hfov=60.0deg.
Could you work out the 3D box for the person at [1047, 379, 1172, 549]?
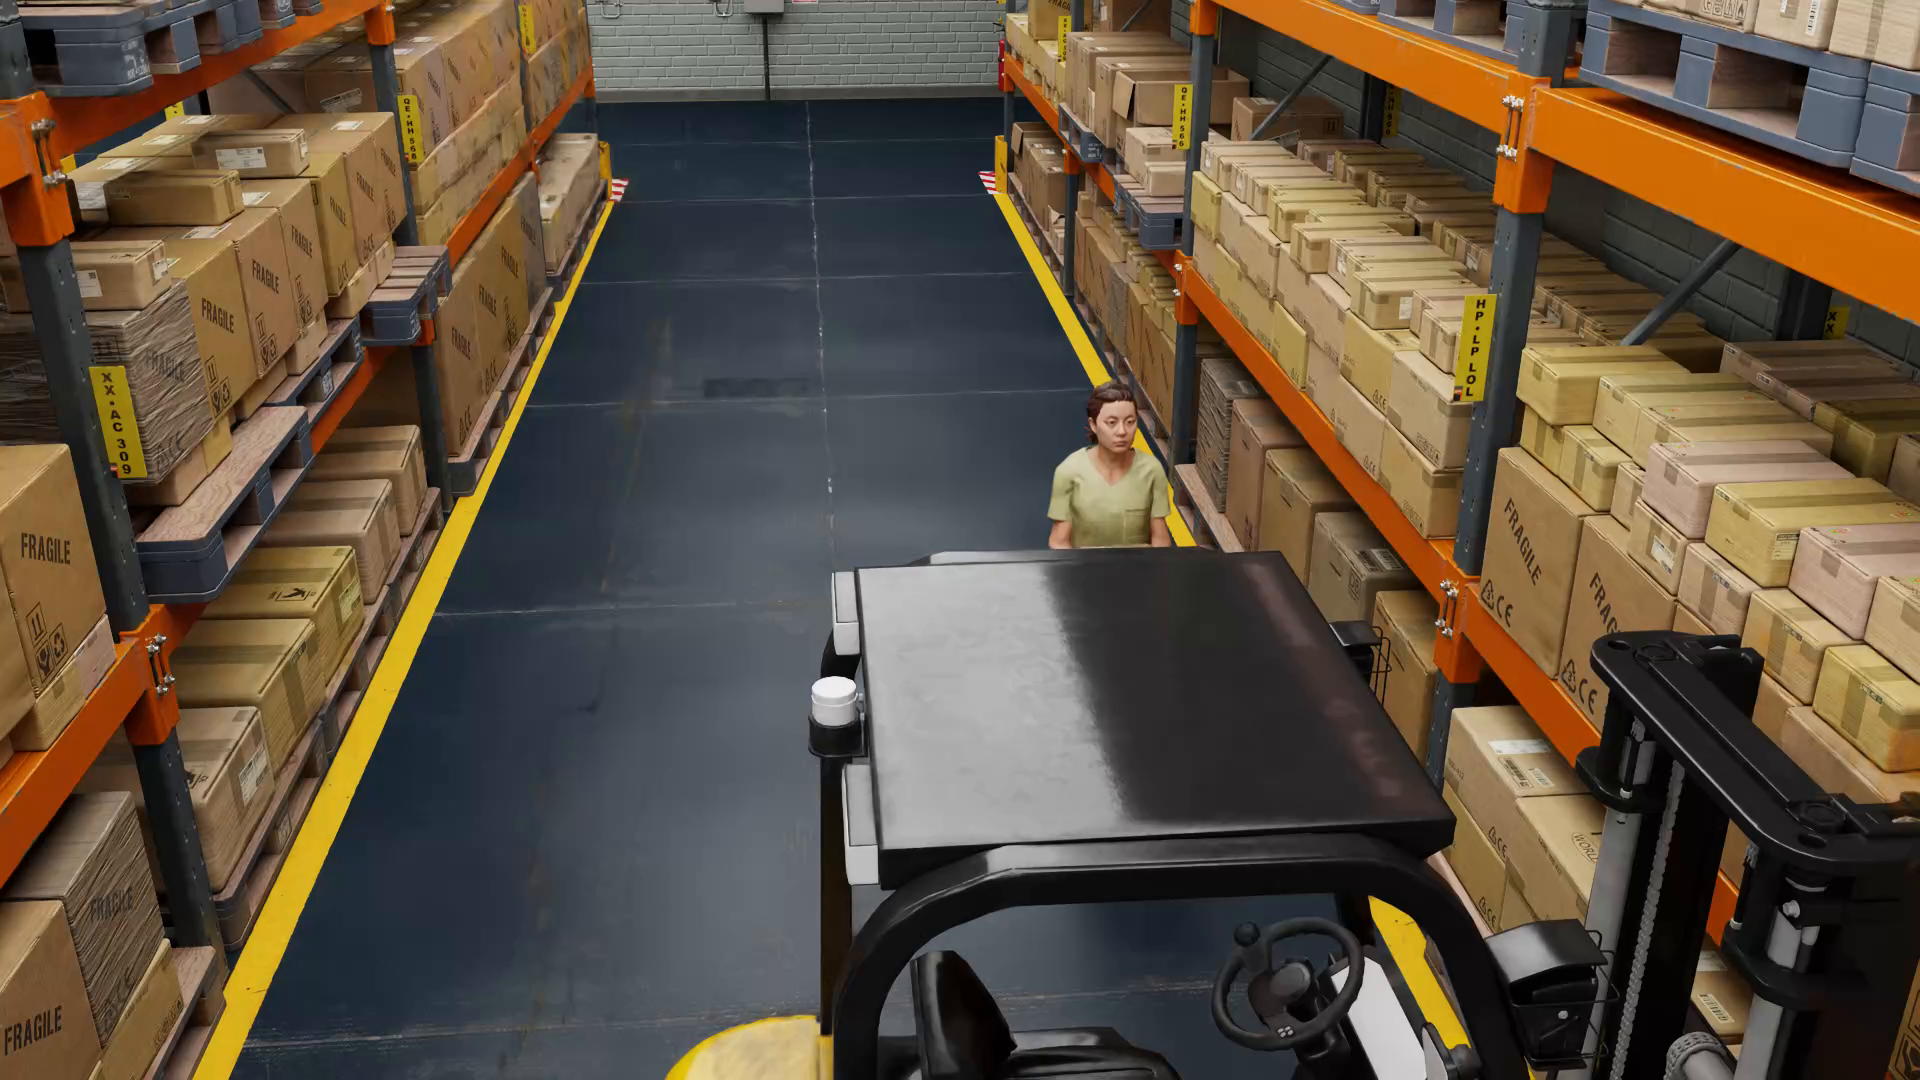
[{"bbox_3d":[0.541,0.255,6.025,0.452,1.672,0.523,-2,24,-5],"label":"person"}]
